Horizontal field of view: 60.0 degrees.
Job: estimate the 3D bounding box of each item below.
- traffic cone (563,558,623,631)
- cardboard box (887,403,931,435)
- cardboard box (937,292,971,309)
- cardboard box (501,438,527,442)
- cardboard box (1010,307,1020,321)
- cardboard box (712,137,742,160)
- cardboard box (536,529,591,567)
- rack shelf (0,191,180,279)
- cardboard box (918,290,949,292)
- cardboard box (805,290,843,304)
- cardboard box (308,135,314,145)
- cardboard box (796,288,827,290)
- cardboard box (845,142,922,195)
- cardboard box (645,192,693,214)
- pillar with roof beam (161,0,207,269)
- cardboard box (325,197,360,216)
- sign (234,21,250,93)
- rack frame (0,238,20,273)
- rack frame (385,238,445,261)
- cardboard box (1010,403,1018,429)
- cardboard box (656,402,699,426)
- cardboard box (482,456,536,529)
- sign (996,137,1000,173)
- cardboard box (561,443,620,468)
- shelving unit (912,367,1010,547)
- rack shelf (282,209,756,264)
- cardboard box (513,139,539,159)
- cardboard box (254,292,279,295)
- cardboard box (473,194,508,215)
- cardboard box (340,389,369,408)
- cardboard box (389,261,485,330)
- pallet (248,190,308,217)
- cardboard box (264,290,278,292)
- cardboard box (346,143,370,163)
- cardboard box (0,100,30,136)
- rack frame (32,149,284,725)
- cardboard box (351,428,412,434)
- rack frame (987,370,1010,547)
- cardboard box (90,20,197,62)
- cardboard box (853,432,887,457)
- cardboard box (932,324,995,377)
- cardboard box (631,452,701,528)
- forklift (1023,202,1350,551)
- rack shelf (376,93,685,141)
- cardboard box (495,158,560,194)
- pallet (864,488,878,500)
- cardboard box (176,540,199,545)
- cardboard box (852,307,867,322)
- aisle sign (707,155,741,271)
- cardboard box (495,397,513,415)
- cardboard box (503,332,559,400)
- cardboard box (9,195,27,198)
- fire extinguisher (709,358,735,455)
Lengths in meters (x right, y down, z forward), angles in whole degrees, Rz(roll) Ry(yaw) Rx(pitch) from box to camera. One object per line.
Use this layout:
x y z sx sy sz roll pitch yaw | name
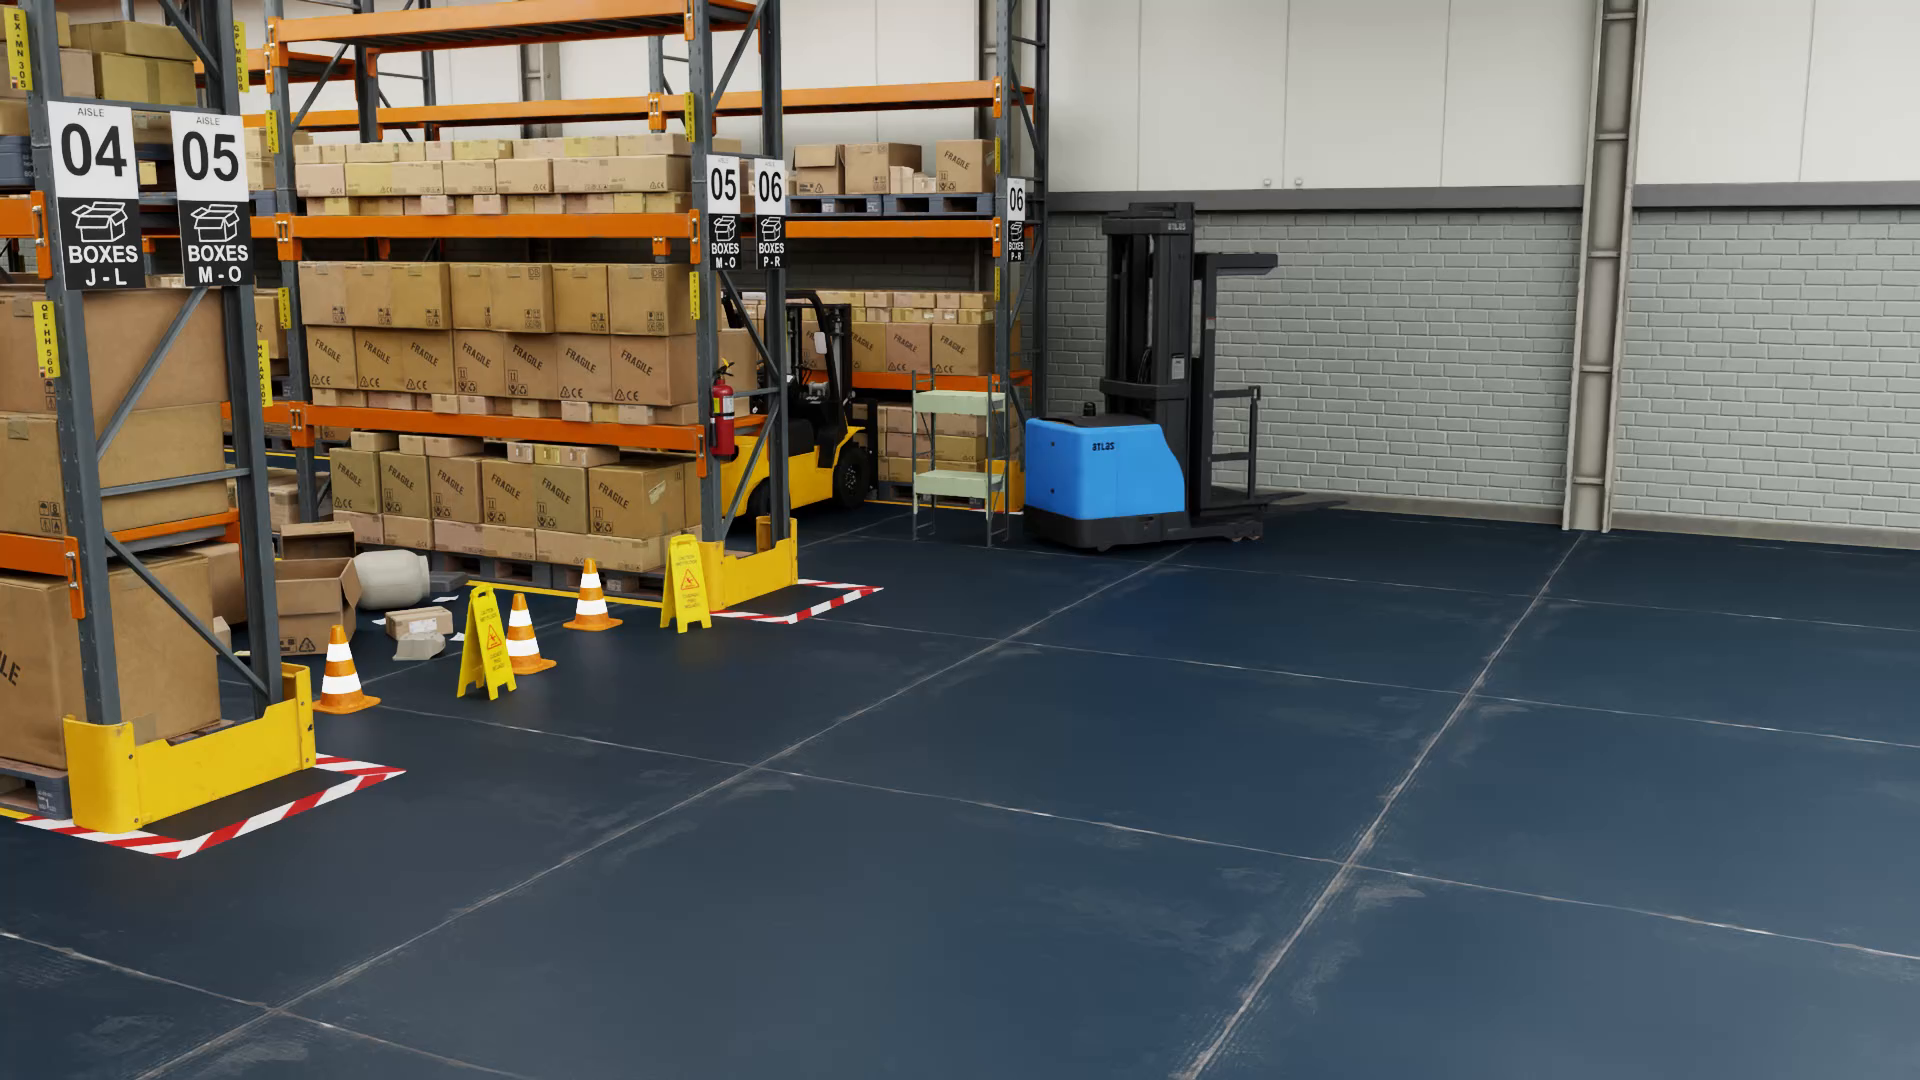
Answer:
-2.537 0.359 11.449 0.334 0.463 0.336 5 11 26 | traffic cone
-0.399 -1.226 16.817 0.500 0.250 0.500 5 12 27 | cardboard box
-0.037 -2.379 16.513 0.250 0.149 0.380 5 11 26 | cardboard box
-4.815 -1.369 19.359 0.625 0.625 0.875 5 11 23 | cardboard box
0.423 -2.291 16.866 0.250 0.149 0.380 5 11 24 | cardboard box
-1.809 -2.867 12.193 0.250 0.149 0.380 5 11 25 | cardboard box
-2.885 0.022 12.729 0.500 0.250 0.500 5 11 26 | cardboard box
-5.473 -1.543 8.430 4.000 0.370 1.077 5 11 26 | rack shelf
-0.272 -2.497 17.165 0.250 0.149 0.380 5 11 26 | cardboard box
-1.398 -2.507 17.220 0.250 0.149 0.380 5 11 26 | cardboard box
-5.965 -3.380 14.396 0.500 0.250 0.500 5 11 25 | cardboard box
-1.629 -2.629 17.899 0.250 0.149 0.380 5 11 25 | cardboard box
-0.766 -3.729 16.746 0.500 0.500 0.700 5 11 26 | cardboard box
-2.024 -2.398 11.838 0.250 0.149 0.380 5 11 26 | cardboard box
-12.279 -5.264 18.546 0.400 9.000 9.100 5 11 26 | pillar with roof beam
-4.787 -2.636 13.153 0.250 0.149 0.380 5 11 26 | cardboard box
-3.429 -2.297 7.897 0.005 0.325 0.100 5 11 26 | sign
-13.736 -3.116 23.522 0.127 3.000 1.000 5 11 26 | rack frame
-6.562 -2.485 20.039 0.127 3.000 1.000 5 11 26 | rack frame
0.265 -1.269 17.051 0.500 0.250 0.500 5 11 25 | cardboard box
-2.010 -0.933 12.171 0.250 0.149 0.380 5 12 28 | cardboard box
-3.333 -0.387 12.884 0.500 0.500 0.500 5 11 24 | cardboard box
0.360 -3.642 15.744 0.005 0.325 0.100 5 11 26 | sign
-2.773 -0.643 12.476 0.250 0.149 0.380 5 12 27 | cardboard box
0.006 -0.737 14.594 0.755 1.500 0.431 5 11 26 | shelving unit
-3.374 -2.341 12.842 4.000 0.370 1.077 5 11 26 | rack shelf
-3.109 -2.903 12.392 0.250 0.149 0.380 5 11 24 | cardboard box
-5.910 -1.901 14.518 0.500 0.500 0.500 5 11 26 | cardboard box
-3.421 -2.512 12.467 0.250 0.149 0.380 5 11 25 | cardboard box
-4.777 -1.166 13.454 0.250 0.149 0.380 5 12 27 | cardboard box
-3.982 -1.908 12.924 0.500 0.500 0.700 5 11 25 | cardboard box
-5.674 -2.826 14.028 1.003 0.211 1.213 5 11 26 | pallet
-8.107 -2.842 20.540 0.637 0.503 0.797 5 11 24 | cardboard box
-4.550 -3.007 12.965 0.250 0.149 0.380 5 11 24 | cardboard box
-4.128 -1.844 7.317 0.250 0.149 0.380 5 11 26 | cardboard box
-3.680 -0.263 7.762 0.127 3.000 1.000 5 11 26 | rack frame
-7.036 -1.461 20.219 0.500 0.500 0.500 5 12 27 | cardboard box
0.334 -0.709 14.434 0.023 1.500 0.400 5 11 26 | rack frame
-3.838 -2.341 7.826 0.250 0.149 0.380 5 11 26 | cardboard box
-0.879 -1.021 17.089 0.500 0.250 0.500 5 11 25 | cardboard box
0.055 -1.901 16.530 0.500 0.500 0.500 5 11 25 | cardboard box
-2.203 -0.394 12.920 0.500 0.500 0.500 5 11 24 | cardboard box
2.114 -1.505 14.814 3.031 2.935 1.130 -5 11 -26 | forklift
-4.768 -4.729 18.734 4.000 0.370 1.077 5 11 26 | rack shelf
-3.076 -2.688 12.321 0.500 0.250 0.500 5 12 27 | cardboard box
-1.182 -0.633 17.633 1.213 0.211 1.003 5 11 26 | pallet
-5.928 -0.233 12.487 0.500 0.500 0.500 5 11 26 | cardboard box
-0.983 -2.303 16.930 0.250 0.149 0.380 5 11 26 | cardboard box
-1.653 -2.290 11.660 0.004 0.787 0.394 5 11 26 | aisle sign
-3.372 -1.057 12.853 0.250 0.149 0.380 5 11 26 | cardboard box
-3.083 -1.336 12.575 0.500 0.500 0.500 5 11 26 | cardboard box
-8.318 -3.030 15.004 0.258 0.266 0.396 5 11 26 | cardboard box
-1.682 -0.941 11.725 0.183 0.674 0.296 5 11 26 | fire extinguisher
